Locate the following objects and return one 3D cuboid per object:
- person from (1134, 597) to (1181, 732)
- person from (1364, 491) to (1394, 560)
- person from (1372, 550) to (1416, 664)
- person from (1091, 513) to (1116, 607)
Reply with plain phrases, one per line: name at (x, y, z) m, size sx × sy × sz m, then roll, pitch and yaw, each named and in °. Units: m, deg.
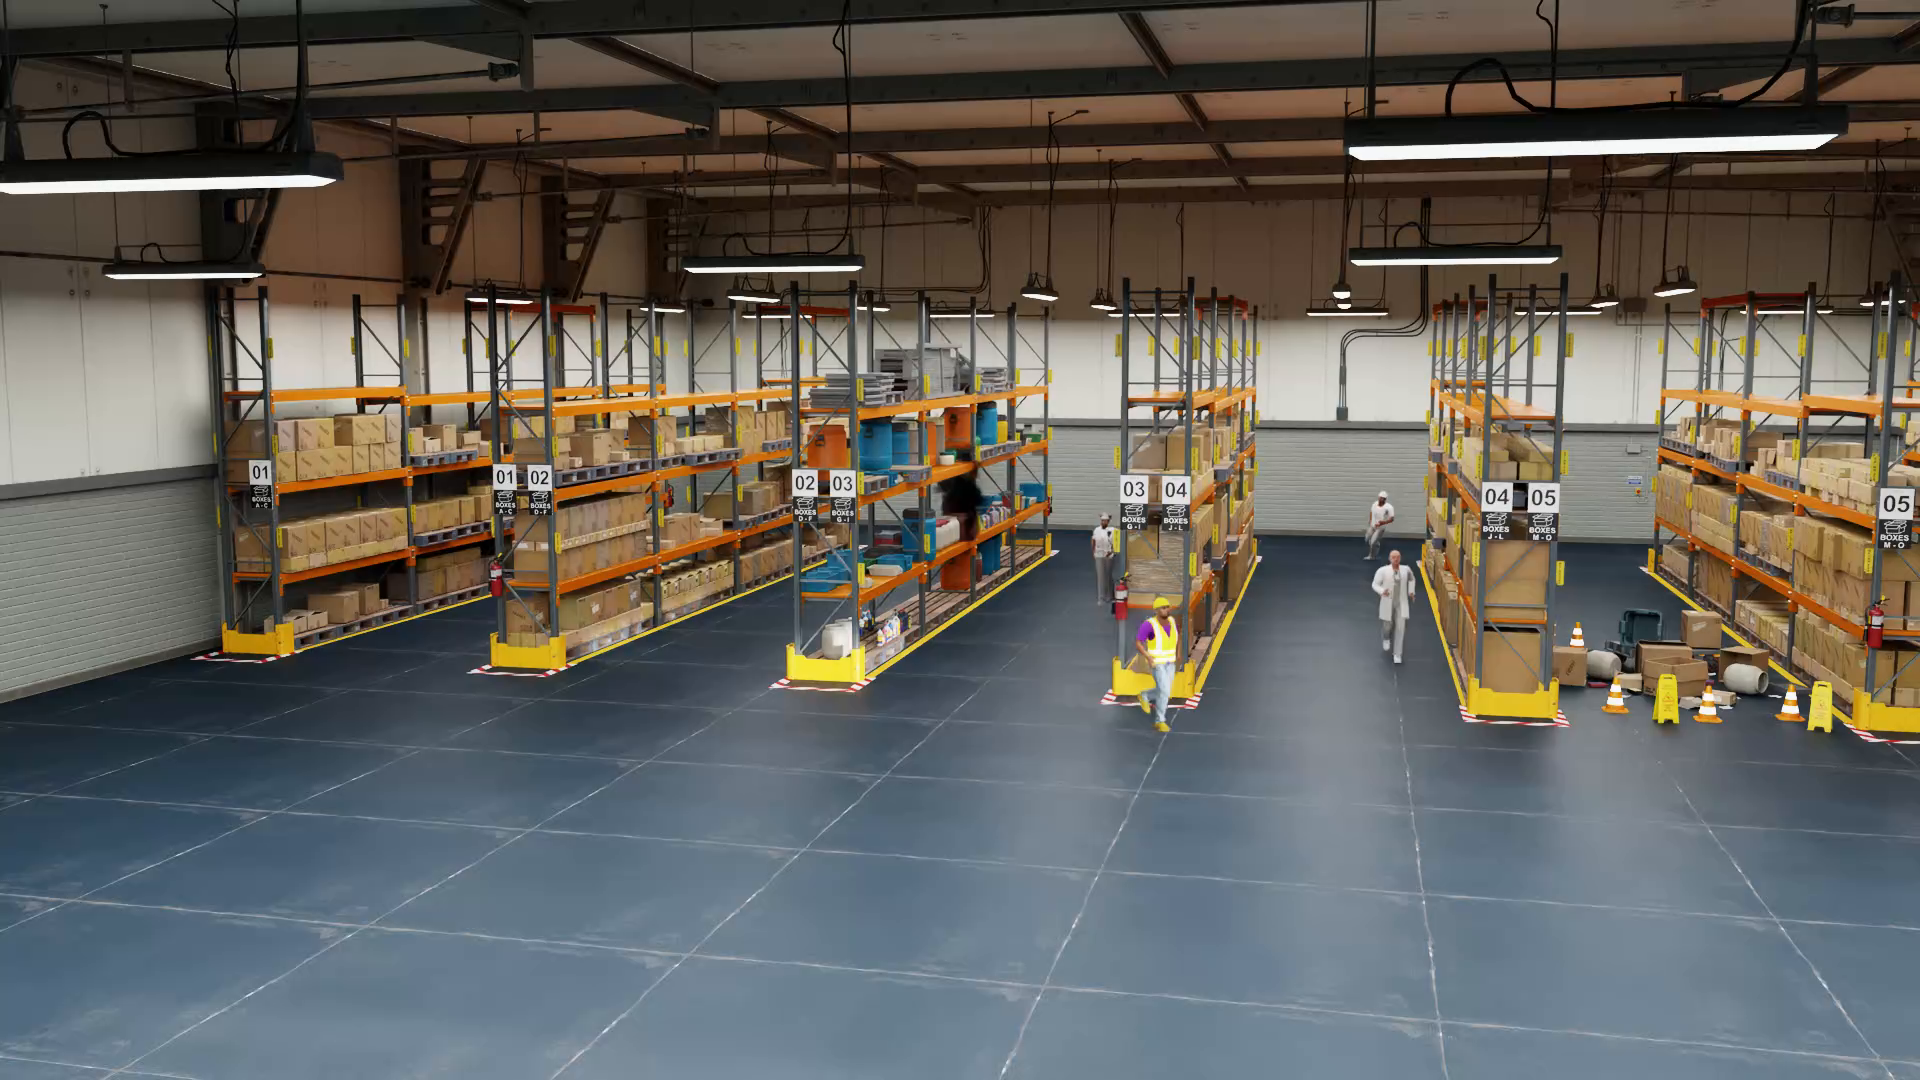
person at (2.610, 1.617, 22.086) m, size 0.705 × 1.760 × 0.723 m, roll -4°, pitch 8°, yaw -34°
person at (9.914, -0.331, 39.249) m, size 0.595 × 1.666 × 0.761 m, roll -5°, pitch 8°, yaw -38°
person at (6.995, 1.043, 26.779) m, size 0.718 × 1.764 × 1.024 m, roll 1°, pitch 7°, yaw 5°
person at (2.691, 0.338, 30.878) m, size 0.584 × 1.712 × 0.783 m, roll 2°, pitch 7°, yaw 16°
